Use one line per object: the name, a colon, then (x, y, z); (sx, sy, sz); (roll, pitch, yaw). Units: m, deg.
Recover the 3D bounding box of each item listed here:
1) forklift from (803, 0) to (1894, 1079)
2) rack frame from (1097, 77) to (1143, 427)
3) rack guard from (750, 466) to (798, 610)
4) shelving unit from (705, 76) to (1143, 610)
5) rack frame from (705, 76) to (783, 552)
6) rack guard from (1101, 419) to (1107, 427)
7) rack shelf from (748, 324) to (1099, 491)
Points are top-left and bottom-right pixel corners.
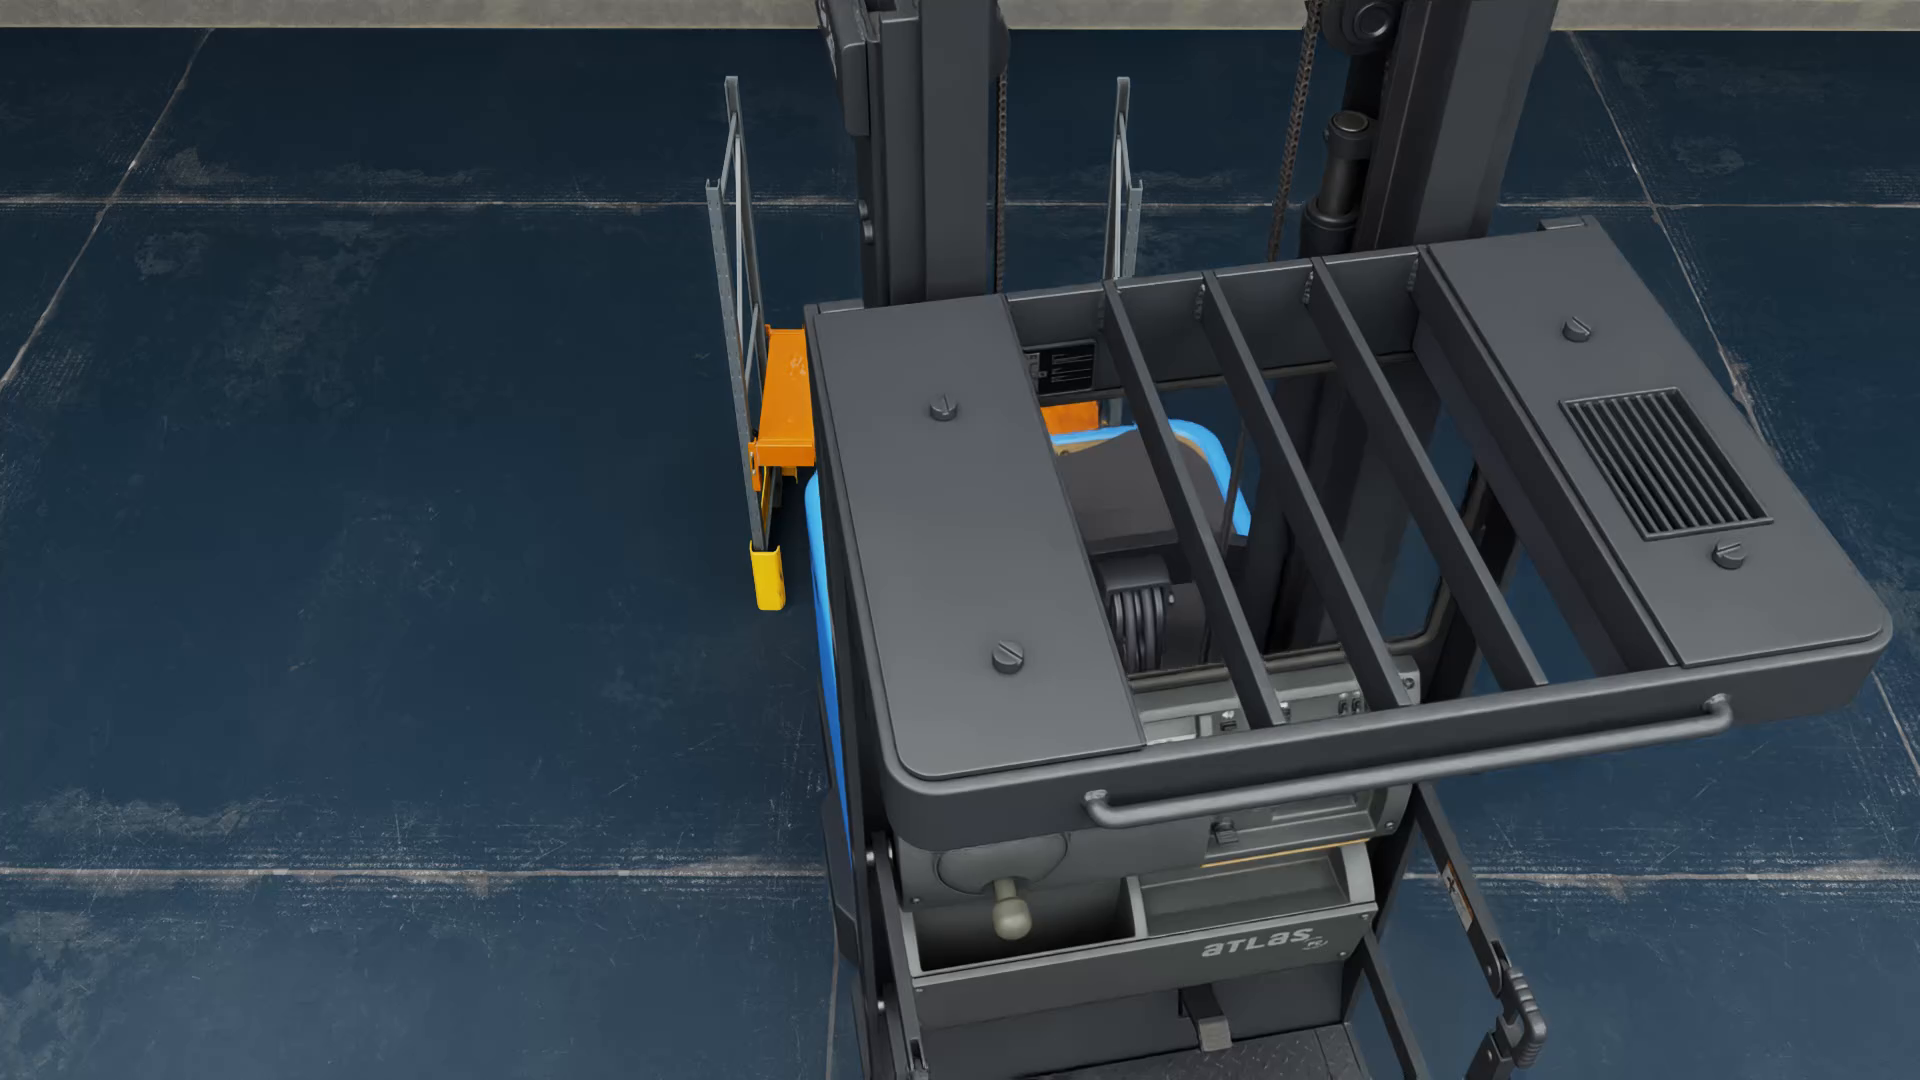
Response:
forklift: (0.386, 0.547, 2.738); (1.130, 2.935, 3.031); (-8, 48, -7)
rack frame: (0.423, -0.510, 4.700); (0.032, 1.500, 0.500); (0, 47, 0)
rack guard: (-0.574, -0.087, 5.160); (0.087, 0.250, 0.587); (0, 47, 0)
shelving unit: (-0.076, -0.511, 4.701); (1.083, 1.500, 0.587); (0, 47, 0)
rack frame: (-0.594, -0.513, 4.703); (0.032, 1.500, 0.500); (0, 47, 0)
rack guard: (0.422, -0.084, 5.157); (0.087, 0.250, 0.587); (0, 47, 0)
rack shelf: (-0.085, -0.389, 4.833); (1.000, 0.185, 0.538); (0, 47, 0)
